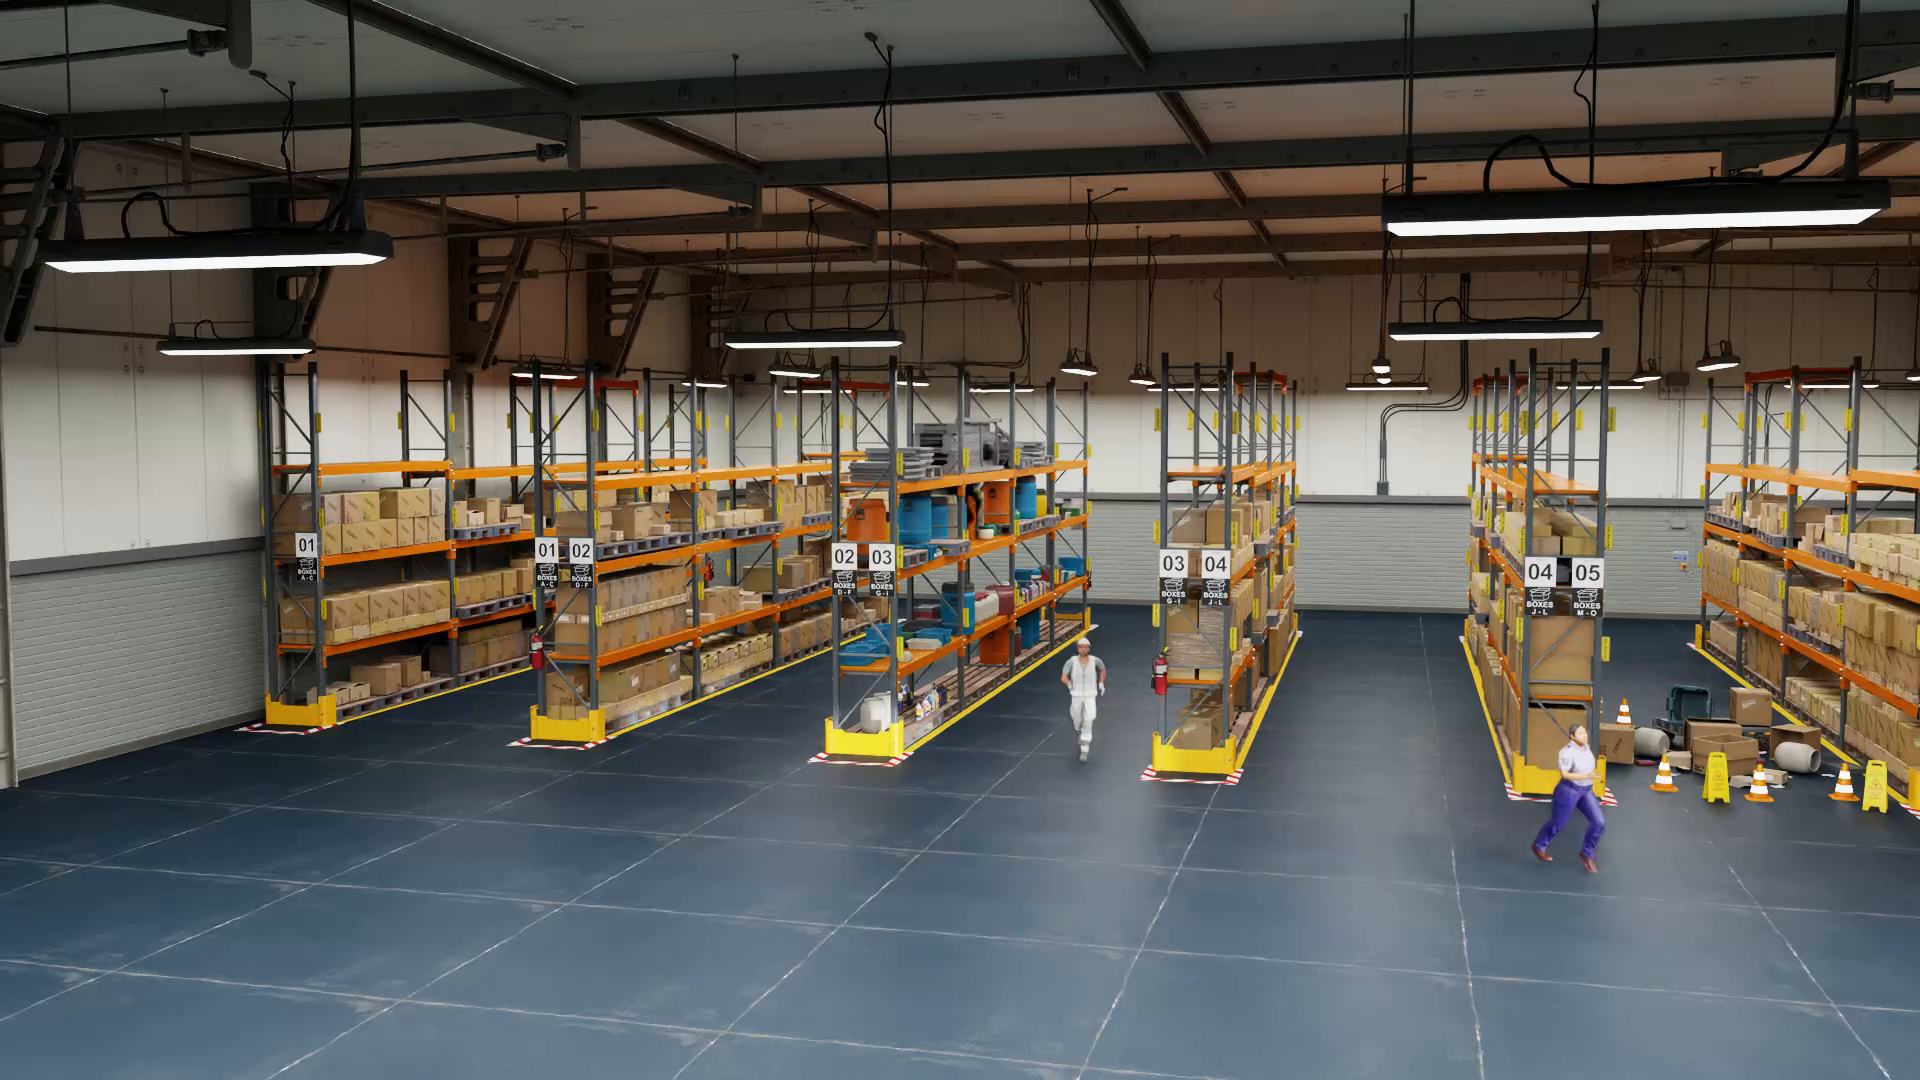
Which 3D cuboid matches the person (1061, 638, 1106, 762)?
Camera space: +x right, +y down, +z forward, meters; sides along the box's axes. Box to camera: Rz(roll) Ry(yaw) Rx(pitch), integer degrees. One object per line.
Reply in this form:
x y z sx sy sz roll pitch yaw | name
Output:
1.850 2.353 24.912 0.666 1.789 0.951 0 4 7 | person

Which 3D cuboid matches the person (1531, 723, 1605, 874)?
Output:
6.877 2.878 18.665 0.611 1.689 0.871 -2 5 -28 | person
